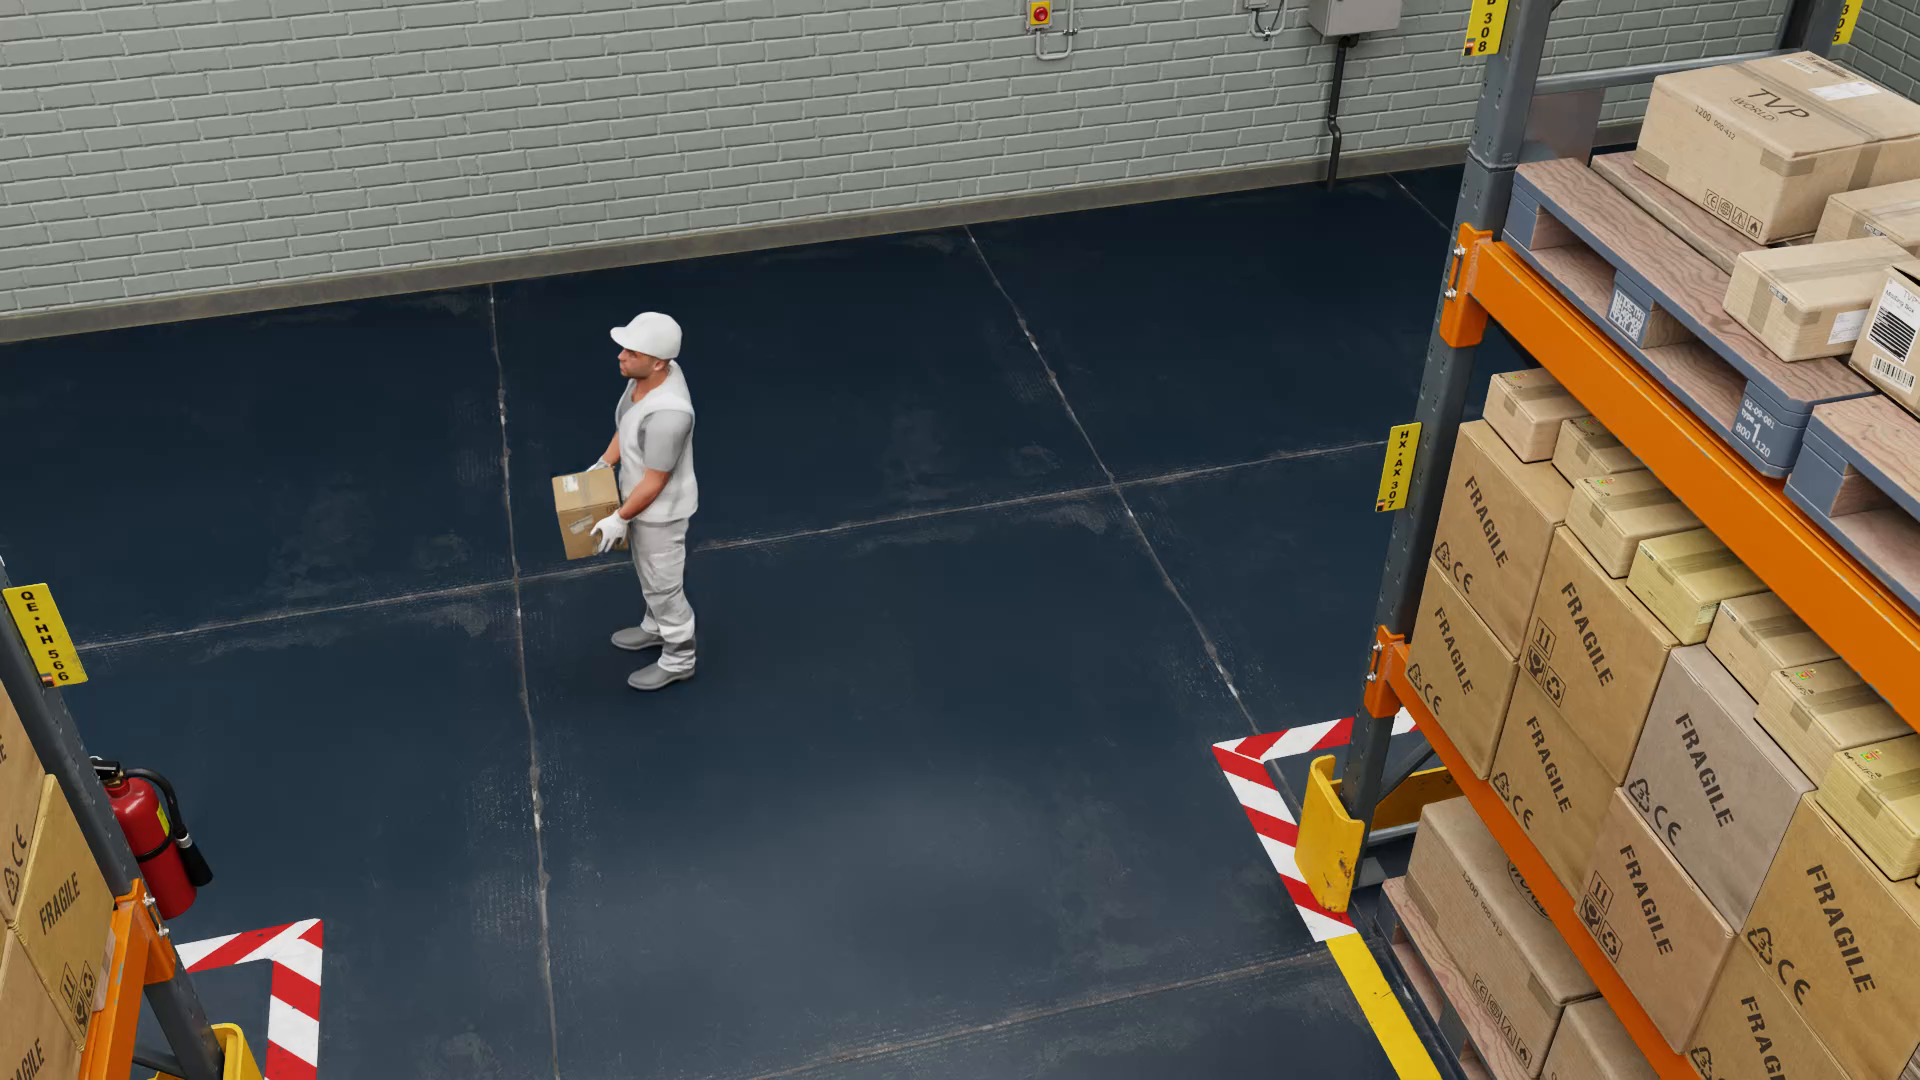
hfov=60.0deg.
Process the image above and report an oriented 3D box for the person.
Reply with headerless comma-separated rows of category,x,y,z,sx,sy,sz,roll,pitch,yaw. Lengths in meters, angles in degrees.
person,-1.310,-0.142,6.874,0.498,1.794,0.542,-11,39,-13
